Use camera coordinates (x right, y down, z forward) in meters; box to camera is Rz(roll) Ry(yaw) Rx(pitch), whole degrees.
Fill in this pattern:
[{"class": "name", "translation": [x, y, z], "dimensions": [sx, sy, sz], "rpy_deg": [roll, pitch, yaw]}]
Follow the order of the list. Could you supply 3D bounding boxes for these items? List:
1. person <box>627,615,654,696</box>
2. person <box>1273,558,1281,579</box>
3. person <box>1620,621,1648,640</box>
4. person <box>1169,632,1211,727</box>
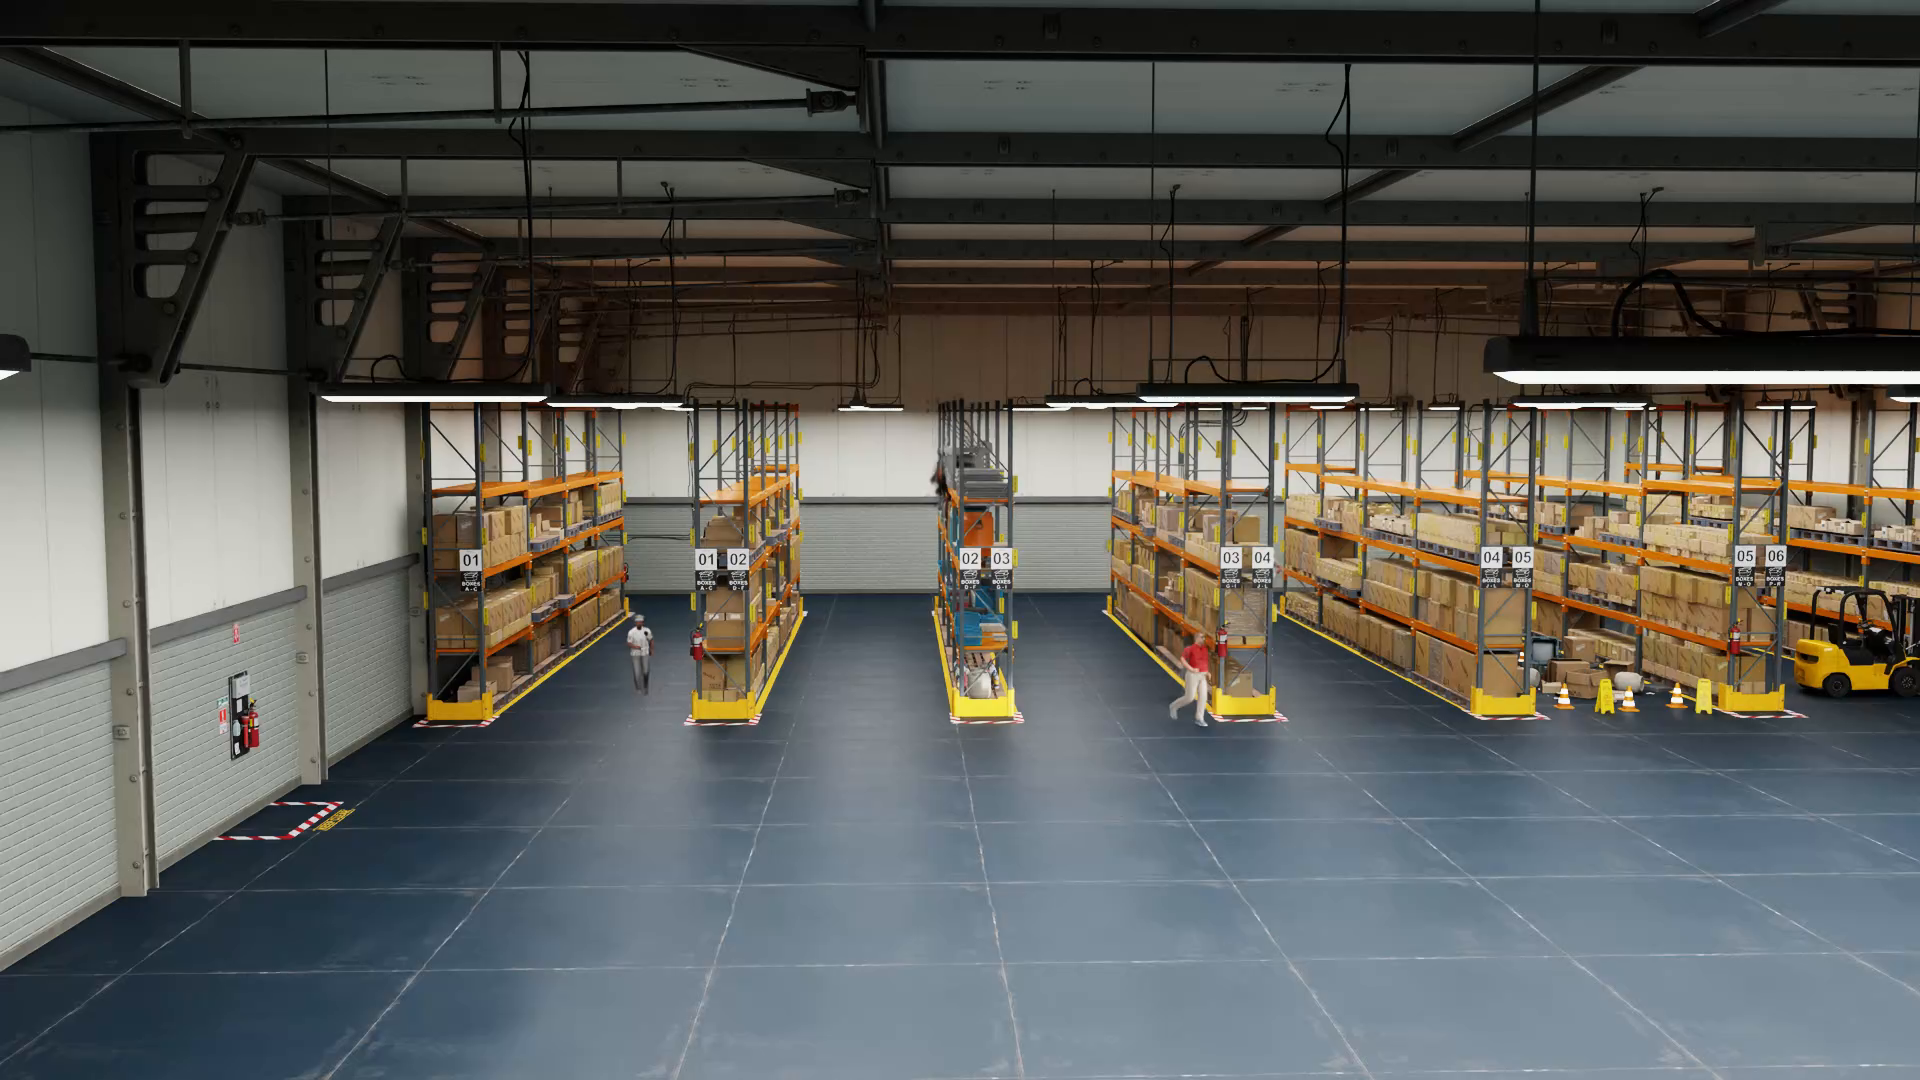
[{"class": "person", "translation": [-6.429, 2.334, 33.550], "dimensions": [0.552, 1.658, 0.628], "rpy_deg": [-1, 5, -16]}, {"class": "person", "translation": [8.956, 1.154, 48.542], "dimensions": [0.663, 1.819, 0.726], "rpy_deg": [-2, 5, -25]}, {"class": "person", "translation": [16.791, 1.696, 41.398], "dimensions": [0.644, 1.803, 1.131], "rpy_deg": [0, 4, -4]}, {"class": "person", "translation": [4.404, 2.549, 30.719], "dimensions": [0.721, 1.683, 0.858], "rpy_deg": [-3, 5, -36]}]
